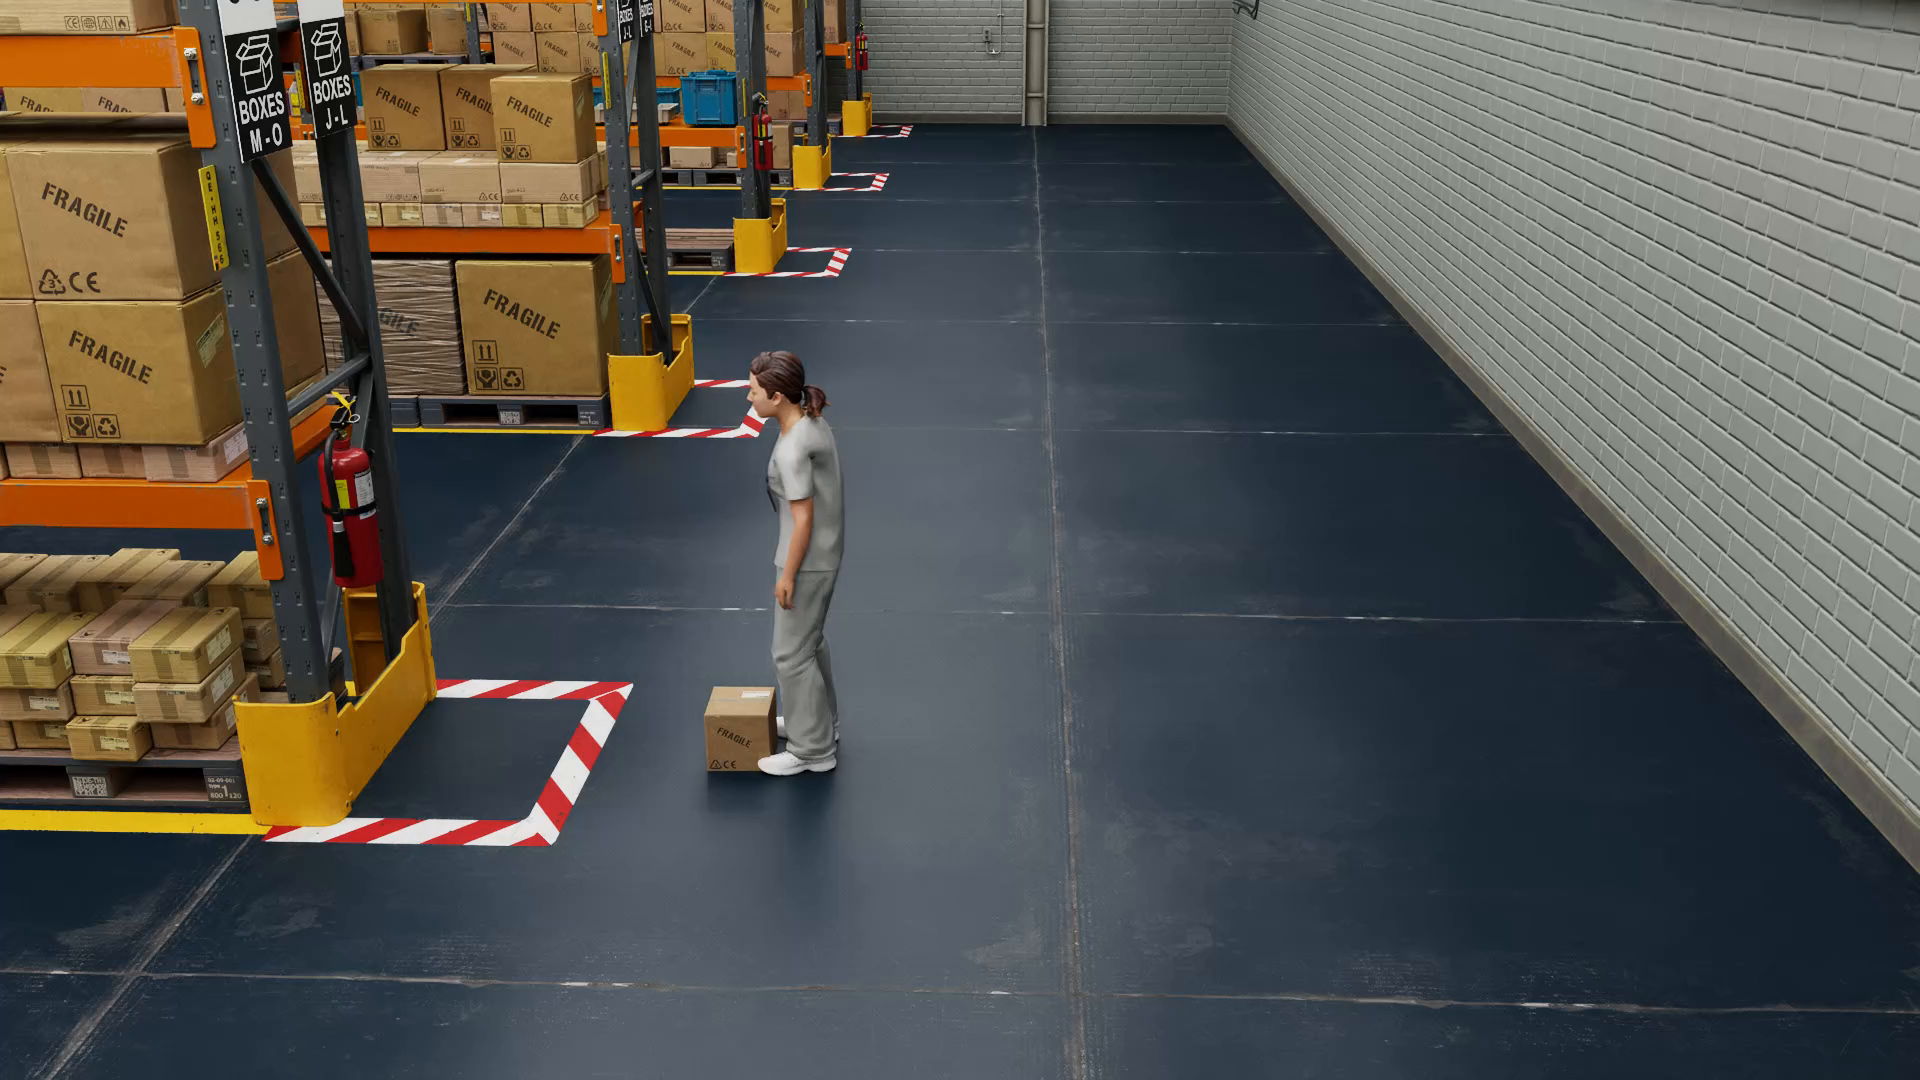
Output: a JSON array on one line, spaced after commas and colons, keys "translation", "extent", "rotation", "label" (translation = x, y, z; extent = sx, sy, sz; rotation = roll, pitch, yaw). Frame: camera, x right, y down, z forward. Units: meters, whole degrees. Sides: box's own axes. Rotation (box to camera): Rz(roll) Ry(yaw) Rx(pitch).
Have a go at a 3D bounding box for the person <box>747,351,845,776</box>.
[{"translation": [-0.616, 0.084, 6.364], "extent": [0.357, 1.672, 0.486], "rotation": [0, 21, 1], "label": "person"}]
